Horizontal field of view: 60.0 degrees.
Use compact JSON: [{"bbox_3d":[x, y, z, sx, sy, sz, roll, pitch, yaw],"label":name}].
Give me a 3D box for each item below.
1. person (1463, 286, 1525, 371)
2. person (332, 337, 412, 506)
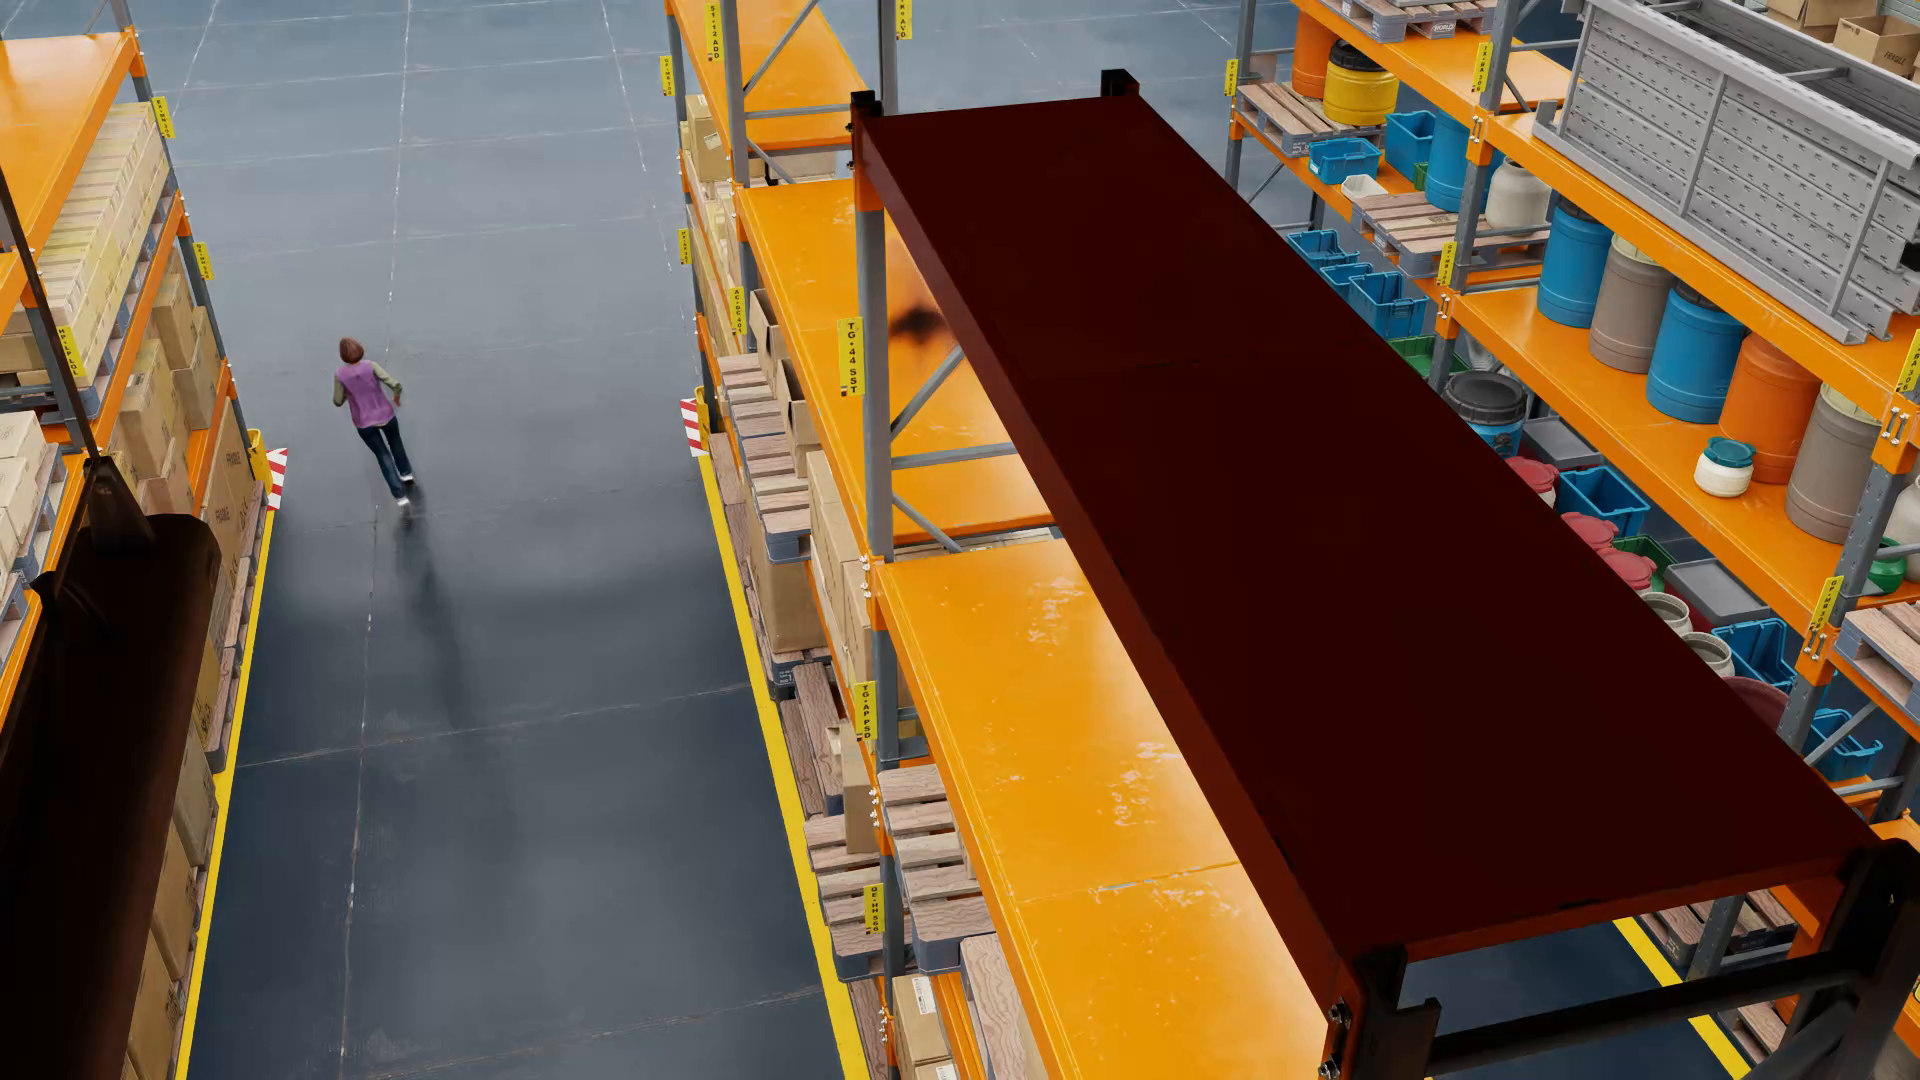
[{"bbox_3d":[4.892,-2.024,15.638,0.595,1.718,0.662,-11,36,-16],"label":"person"},{"bbox_3d":[-4.988,-0.990,14.147,0.568,1.599,0.826,-15,37,-21],"label":"person"}]
